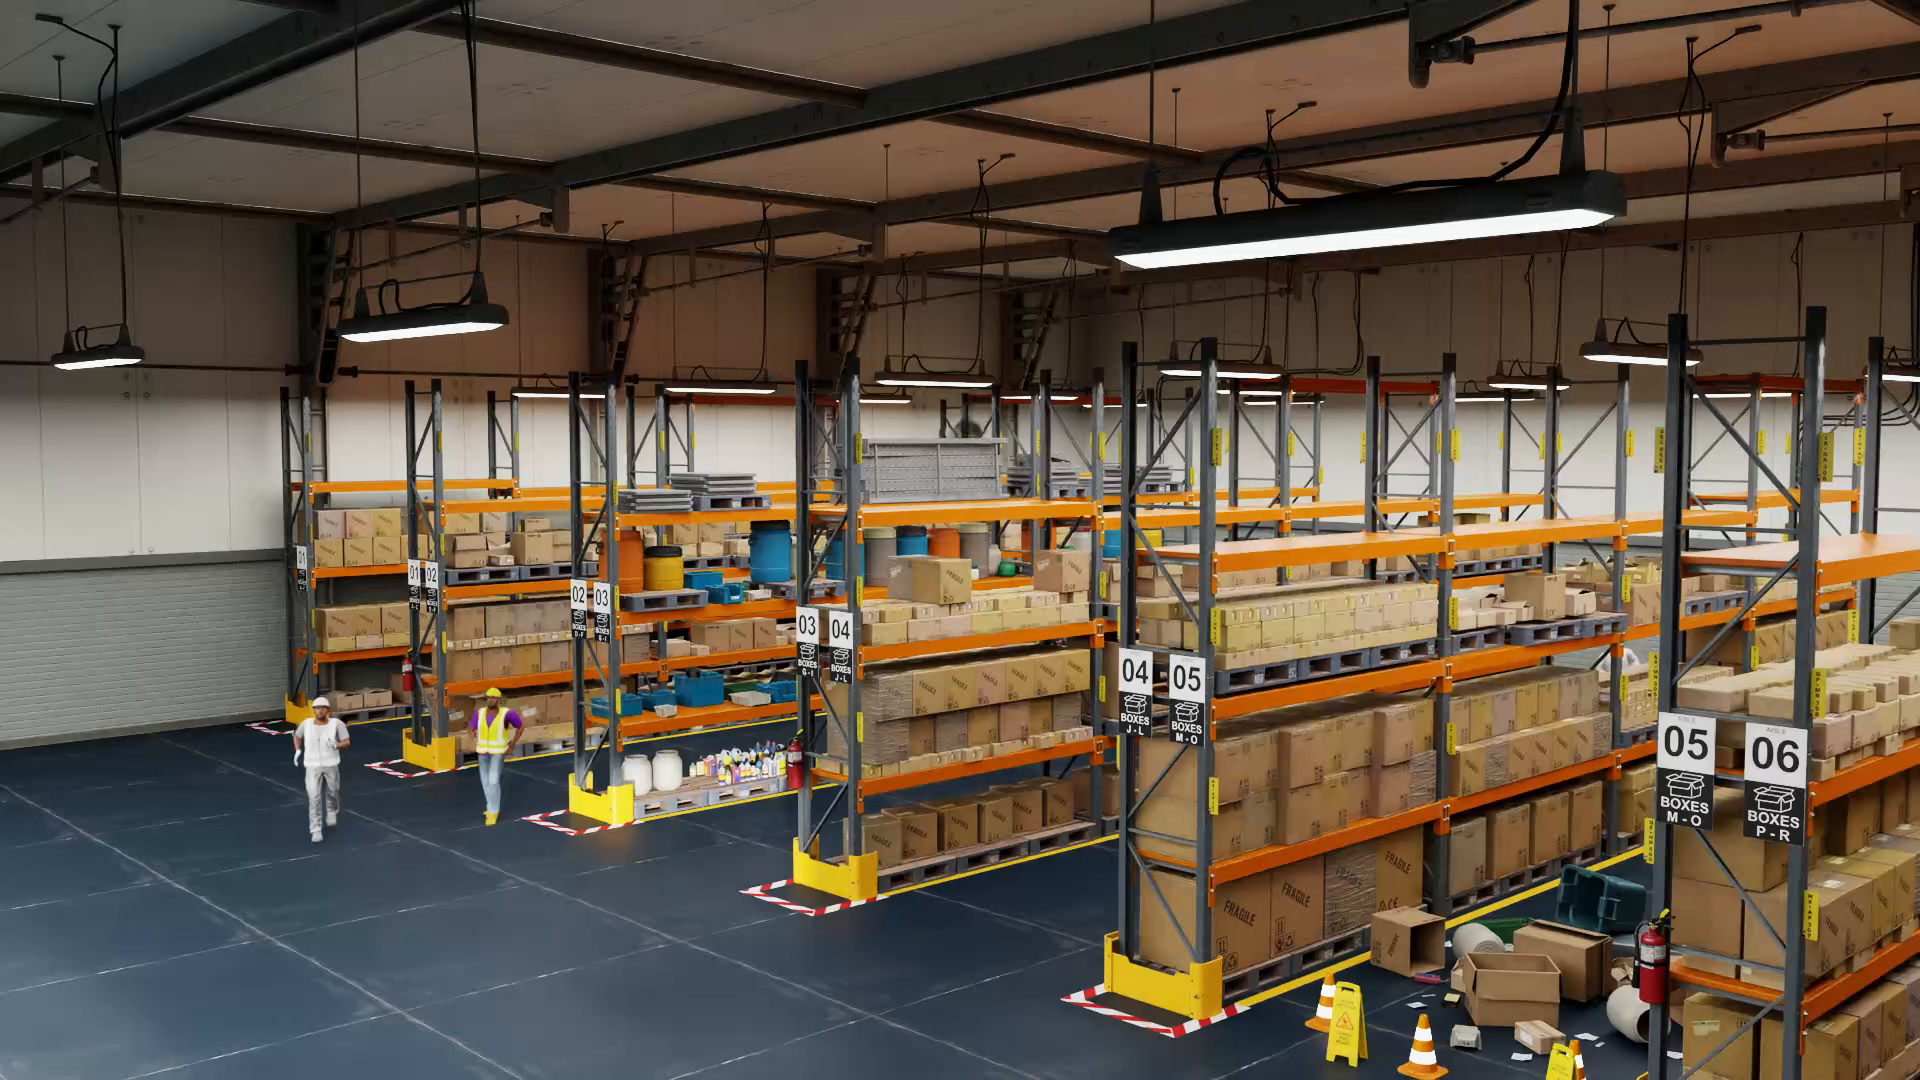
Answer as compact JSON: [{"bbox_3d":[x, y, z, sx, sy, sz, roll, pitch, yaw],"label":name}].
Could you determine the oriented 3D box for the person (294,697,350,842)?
[{"bbox_3d":[-8.149,2.886,21.247,0.685,1.765,1.003,-1,4,-19],"label":"person"}]

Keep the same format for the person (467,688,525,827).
[{"bbox_3d":[-6.219,2.871,22.125,0.707,1.824,0.663,1,4,8],"label":"person"}]

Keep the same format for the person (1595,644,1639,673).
[{"bbox_3d":[11.275,2.485,28.475,0.750,1.690,0.610,1,4,21],"label":"person"}]
